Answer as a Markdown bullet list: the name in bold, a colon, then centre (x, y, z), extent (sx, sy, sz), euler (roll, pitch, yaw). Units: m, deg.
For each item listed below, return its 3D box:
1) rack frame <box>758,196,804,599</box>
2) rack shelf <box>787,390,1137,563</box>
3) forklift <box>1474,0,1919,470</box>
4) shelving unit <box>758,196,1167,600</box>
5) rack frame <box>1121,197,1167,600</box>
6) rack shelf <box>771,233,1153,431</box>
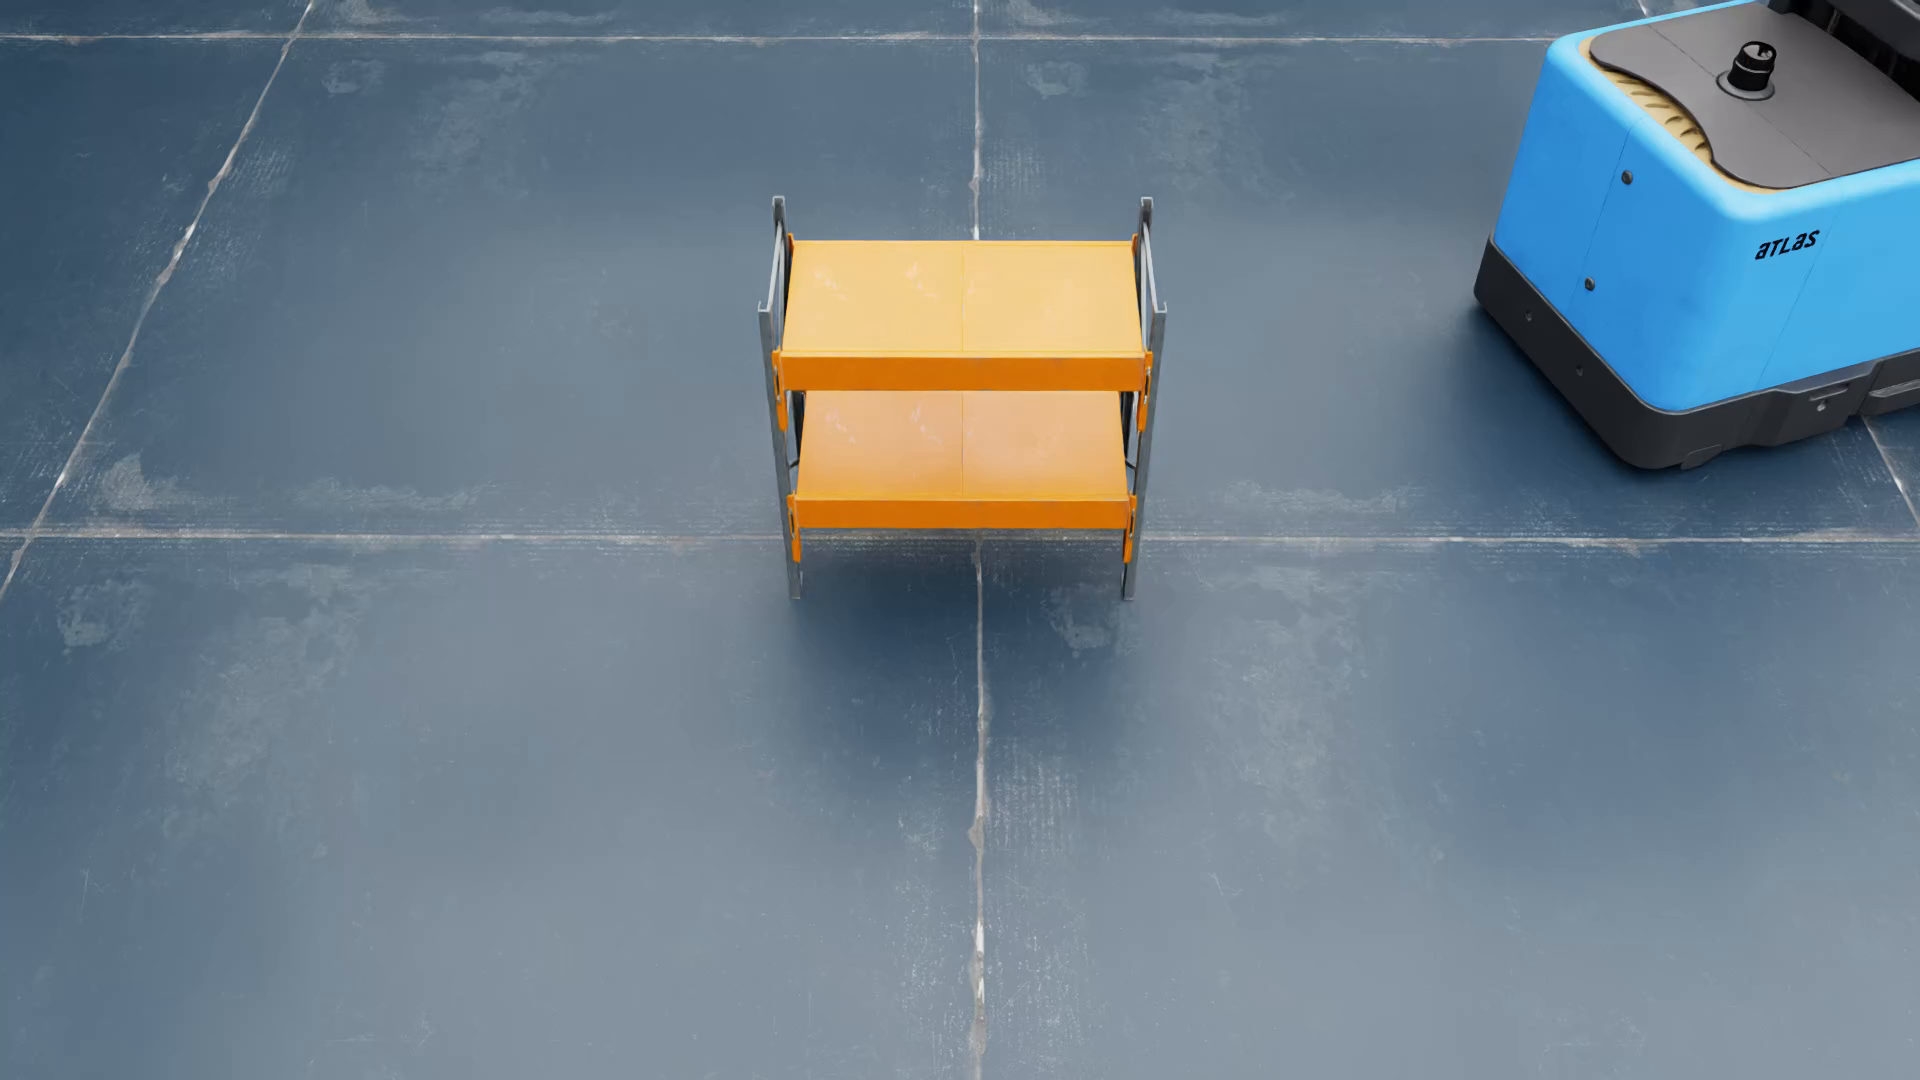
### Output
- **rack frame**: centre (-0.502, -0.385, 4.840), extent (0.032, 1.125, 0.500), euler (0, 47, 0)
- **rack shelf**: centre (0.007, -0.217, 5.017), extent (1.000, 0.278, 0.538), euler (0, 47, 0)
- **forklift**: centre (3.421, -1.889, 5.006), extent (3.031, 2.935, 1.130), euler (-15, 49, -13)
- **shelving unit**: centre (0.007, -0.383, 4.838), extent (1.048, 1.125, 0.538), euler (0, 47, 0)
- **rack frame**: centre (0.515, -0.382, 4.837), extent (0.032, 1.125, 0.500), euler (0, 47, 0)
- **rack shelf**: centre (0.007, -0.583, 4.624), extent (1.000, 0.278, 0.538), euler (0, 47, 0)
